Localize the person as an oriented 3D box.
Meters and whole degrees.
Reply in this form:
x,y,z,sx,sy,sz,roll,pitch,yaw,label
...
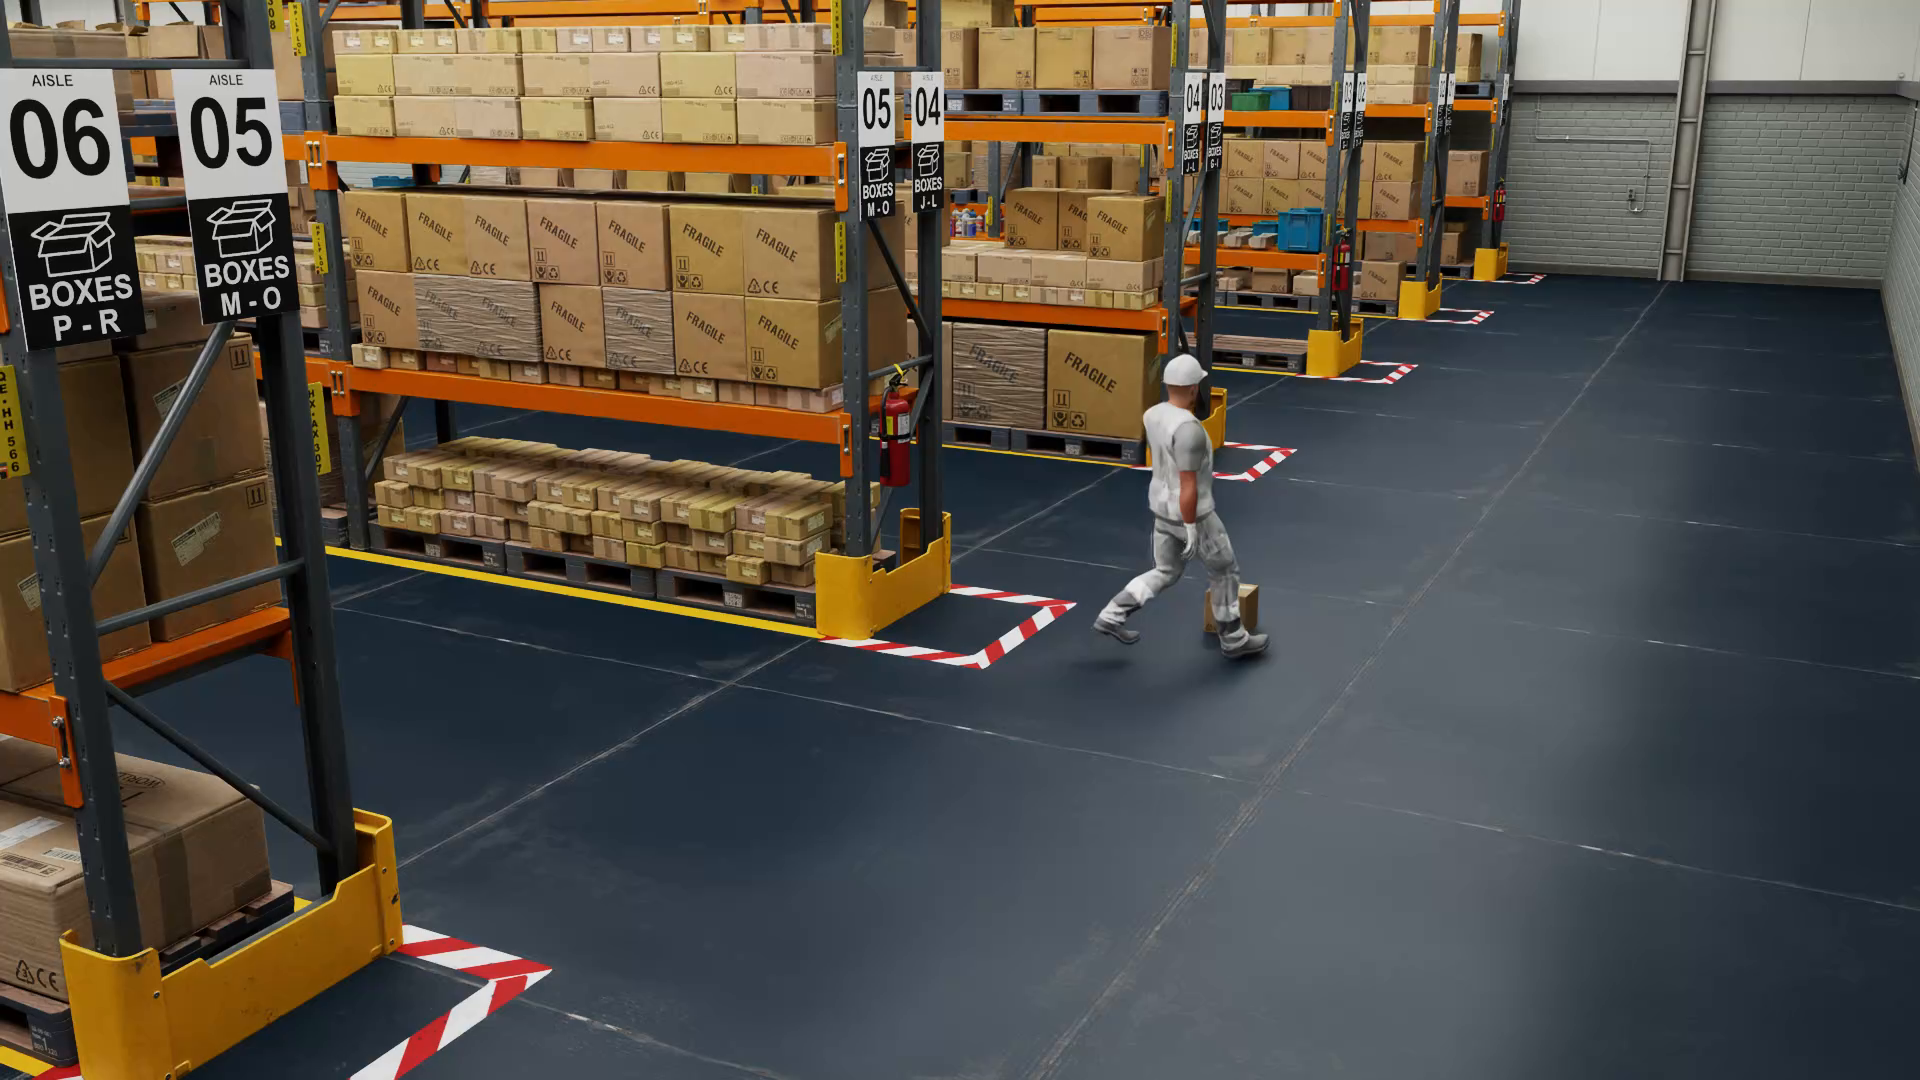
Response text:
x,y,z,sx,sy,sz,roll,pitch,yaw,label
1.267,-0.167,9.154,1.005,1.737,0.575,-6,17,-21,person
